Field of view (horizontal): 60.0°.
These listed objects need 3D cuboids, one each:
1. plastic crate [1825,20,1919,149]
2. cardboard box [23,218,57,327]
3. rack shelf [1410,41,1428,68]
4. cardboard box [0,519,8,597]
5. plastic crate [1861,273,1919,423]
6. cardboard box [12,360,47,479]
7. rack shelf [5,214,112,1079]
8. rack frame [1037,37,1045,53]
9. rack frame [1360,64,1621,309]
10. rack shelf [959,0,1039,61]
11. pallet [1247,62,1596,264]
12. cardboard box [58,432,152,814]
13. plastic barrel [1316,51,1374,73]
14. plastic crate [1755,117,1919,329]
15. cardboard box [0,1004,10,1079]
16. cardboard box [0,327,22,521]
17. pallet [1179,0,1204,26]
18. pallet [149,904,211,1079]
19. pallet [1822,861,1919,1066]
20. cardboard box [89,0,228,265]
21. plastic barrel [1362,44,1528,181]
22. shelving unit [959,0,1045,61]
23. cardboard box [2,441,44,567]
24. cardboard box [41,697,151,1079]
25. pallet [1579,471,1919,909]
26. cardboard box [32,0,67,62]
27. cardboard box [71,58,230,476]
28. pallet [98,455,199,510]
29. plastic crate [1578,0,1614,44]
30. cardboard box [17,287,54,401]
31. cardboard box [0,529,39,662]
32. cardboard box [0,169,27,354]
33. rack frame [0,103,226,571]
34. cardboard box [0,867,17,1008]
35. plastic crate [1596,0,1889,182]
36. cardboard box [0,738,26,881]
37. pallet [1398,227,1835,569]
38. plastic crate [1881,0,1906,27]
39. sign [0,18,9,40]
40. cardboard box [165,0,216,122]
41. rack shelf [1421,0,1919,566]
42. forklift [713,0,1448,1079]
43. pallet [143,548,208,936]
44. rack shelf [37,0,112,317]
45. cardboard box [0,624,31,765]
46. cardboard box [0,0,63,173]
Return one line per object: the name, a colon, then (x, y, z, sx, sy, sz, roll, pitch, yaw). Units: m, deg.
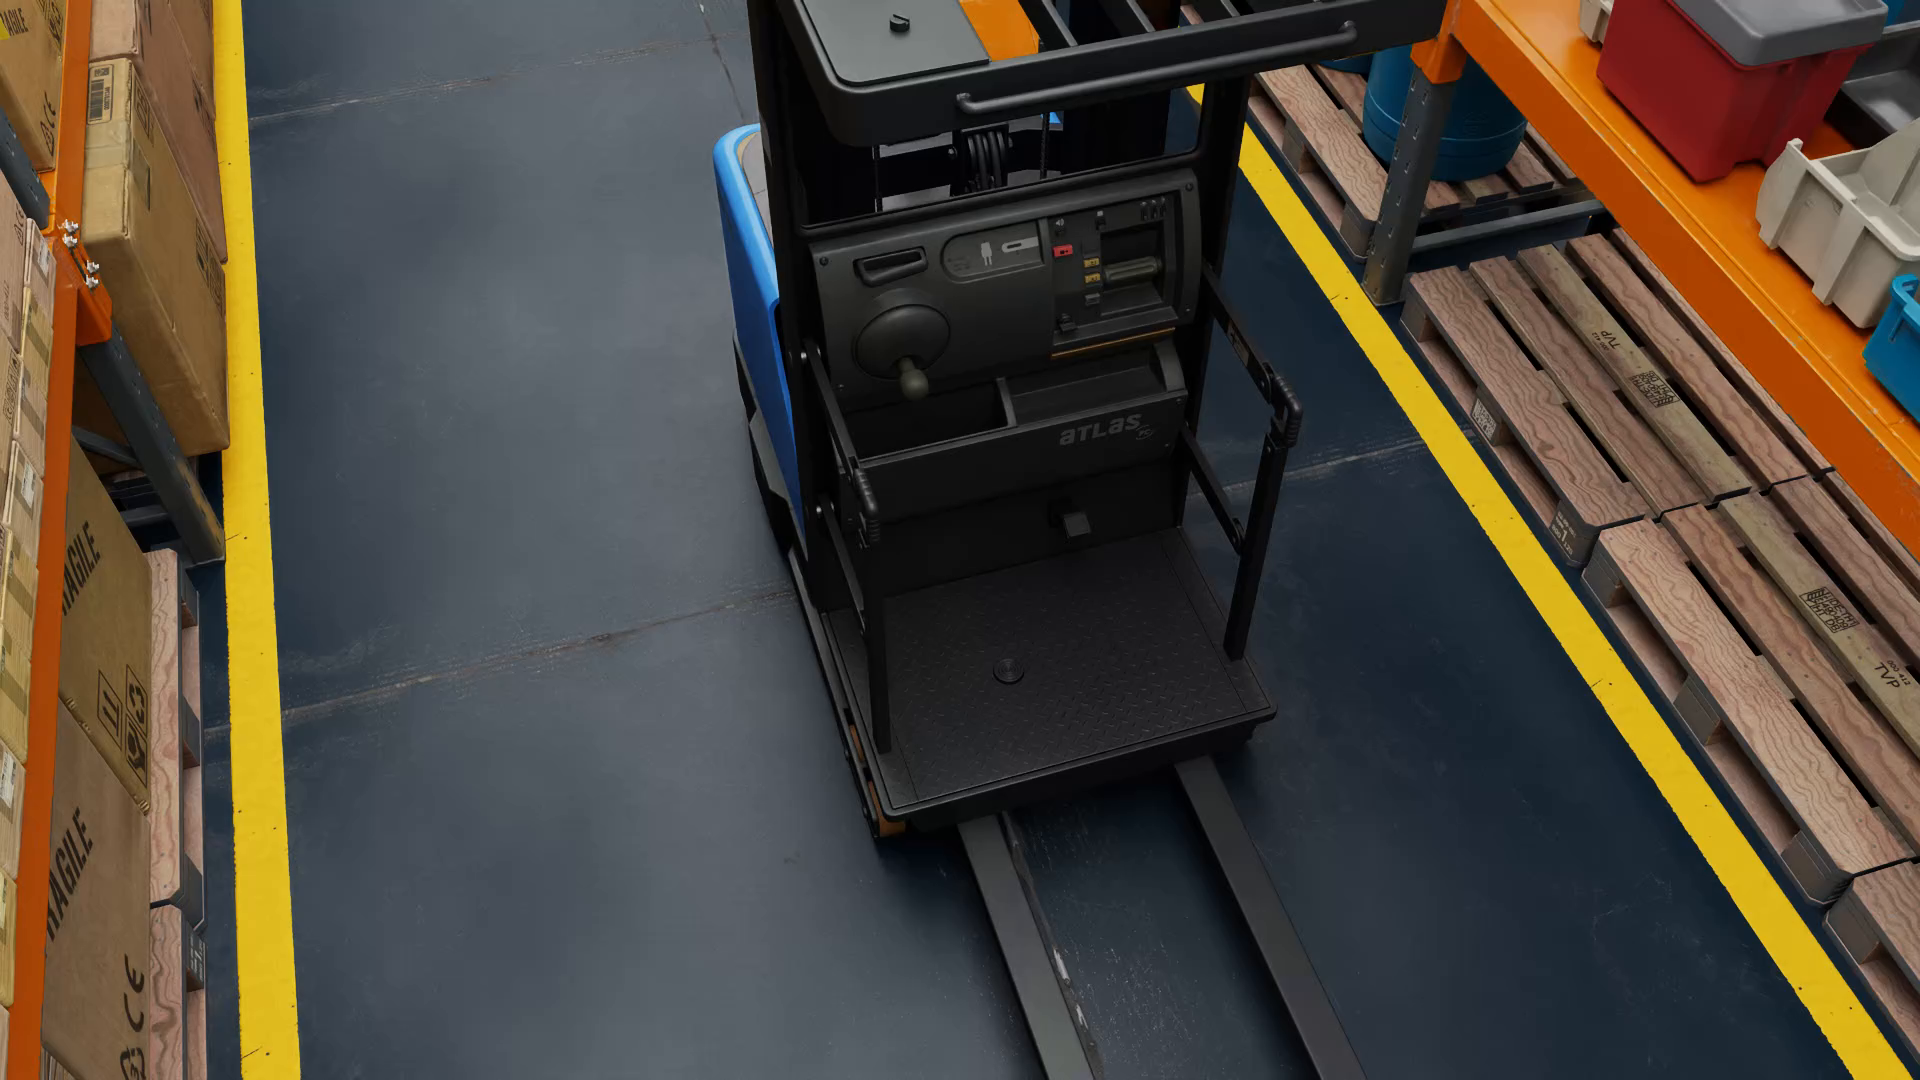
plastic crate: (2.532, -1.124, 4.377, 0.437, 0.125, 0.590, -13, 51, -11)
cardboard box: (-2.384, -0.601, 3.959, 0.380, 0.149, 0.250, -13, 51, -11)
rack shelf: (1.353, -3.179, 6.439, 1.077, 0.370, 4.000, -13, 51, -11)
cardboard box: (-2.099, 0.135, 3.078, 0.500, 0.250, 0.500, -12, 51, -10)
plastic crate: (2.275, -0.436, 3.726, 0.416, 0.233, 0.300, -13, 51, -11)
cardboard box: (-2.232, -0.225, 3.642, 0.380, 0.149, 0.250, -14, 51, -12)
rack shelf: (-2.195, 0.862, 3.032, 1.077, 0.370, 4.000, -13, 51, -11)
rack frame: (0.034, -1.141, 5.476, 0.500, 1.125, 0.032, -5, 50, -4)
rack frame: (1.944, -1.950, 4.932, 1.000, 3.000, 0.127, -13, 51, -11)
rack shelf: (-0.026, -1.716, 5.578, 0.538, 0.278, 1.000, -5, 50, -4)
pallet: (1.756, -1.625, 6.481, 1.003, 0.211, 1.213, -13, 51, -11)
cardboard box: (-2.668, 0.219, 4.218, 0.875, 0.875, 0.875, -13, 51, -11)
plastic barrel: (1.590, -2.328, 6.348, 0.600, 0.901, 0.708, -13, 51, -11)
plastic crate: (2.220, -0.775, 3.979, 0.437, 0.282, 0.530, -13, 51, -11)
cardboard box: (-1.776, 0.900, 2.694, 0.380, 0.149, 0.250, -14, 51, -11)
cardboard box: (-2.250, -0.237, 3.392, 0.500, 0.250, 0.500, -12, 51, -10)
pallet: (1.392, -2.517, 7.234, 1.003, 0.211, 1.213, -13, 51, -11)
pallet: (-2.272, 1.534, 3.819, 1.003, 0.211, 1.213, -13, 51, -11)
pallet: (2.921, 1.259, 4.051, 1.003, 0.211, 1.213, -13, 51, -11)
cardboard box: (-3.260, -1.396, 5.580, 1.225, 0.875, 0.875, -15, 51, -12)
plastic barrel: (1.800, -1.811, 5.912, 0.600, 0.901, 0.708, -13, 51, -11)
shelving unit: (-0.026, -1.527, 5.802, 0.538, 1.125, 1.048, -5, 50, -4)
cardboard box: (-2.156, -0.038, 3.484, 0.380, 0.149, 0.250, -12, 51, -10)
cardboard box: (-2.402, 0.876, 3.664, 0.875, 0.875, 0.875, -13, 51, -11)
pallet: (2.563, 0.369, 4.801, 1.003, 0.211, 1.213, -13, 51, -11)
cardboard box: (-2.834, -1.622, 4.590, 0.500, 0.500, 0.500, -13, 51, -11)
cardboard box: (-2.995, -0.744, 5.030, 1.225, 0.875, 0.875, -13, 51, -11)
pallet: (-3.087, -0.478, 5.515, 1.003, 0.211, 1.213, -13, 51, -11)
plastic crate: (1.946, -1.512, 4.696, 0.396, 0.136, 0.243, -13, 51, -11)
cardboard box: (-2.307, -0.413, 3.800, 0.380, 0.149, 0.250, -12, 51, -10)
cardboard box: (-2.079, 0.151, 3.325, 0.380, 0.149, 0.250, -12, 51, -10)
cardboard box: (-2.406, -0.615, 3.710, 0.500, 0.250, 0.500, -14, 51, -12)
rack frame: (-2.787, -0.830, 3.988, 1.000, 3.000, 0.127, -13, 51, -11)
cardboard box: (-1.850, 0.715, 2.850, 0.380, 0.149, 0.250, -14, 51, -12)
plastic crate: (1.969, -1.281, 4.287, 0.402, 0.464, 0.583, -13, 51, -11)
cardboard box: (-1.929, 0.524, 3.011, 0.380, 0.149, 0.250, -13, 51, -10)
pallet: (2.199, -0.523, 5.553, 1.003, 0.211, 1.213, -13, 51, -11)
plastic crate: (2.408, -1.701, 4.693, 0.392, 0.384, 0.575, -13, 51, -11)
sign: (-2.257, -1.262, 3.734, 0.100, 0.325, 0.005, -13, 51, -11)
cardboard box: (-3.529, -2.041, 6.124, 1.225, 0.875, 0.875, -13, 51, -11)
rack shelf: (2.536, -0.258, 3.976, 1.077, 0.370, 4.000, -13, 51, -11)
forklift: (0.189, -0.485, 3.742, 1.130, 2.935, 3.031, -14, 51, -11)
pallet: (-2.637, 0.641, 4.571, 1.003, 0.211, 1.213, -13, 51, -11)
rack shelf: (-3.378, -2.059, 5.495, 1.077, 0.370, 4.000, -13, 51, -11)
cardboard box: (-2.003, 0.338, 3.168, 0.380, 0.149, 0.250, -14, 51, -12)
cardboard box: (-2.684, -1.255, 4.281, 0.500, 0.500, 0.500, -13, 51, -11)
